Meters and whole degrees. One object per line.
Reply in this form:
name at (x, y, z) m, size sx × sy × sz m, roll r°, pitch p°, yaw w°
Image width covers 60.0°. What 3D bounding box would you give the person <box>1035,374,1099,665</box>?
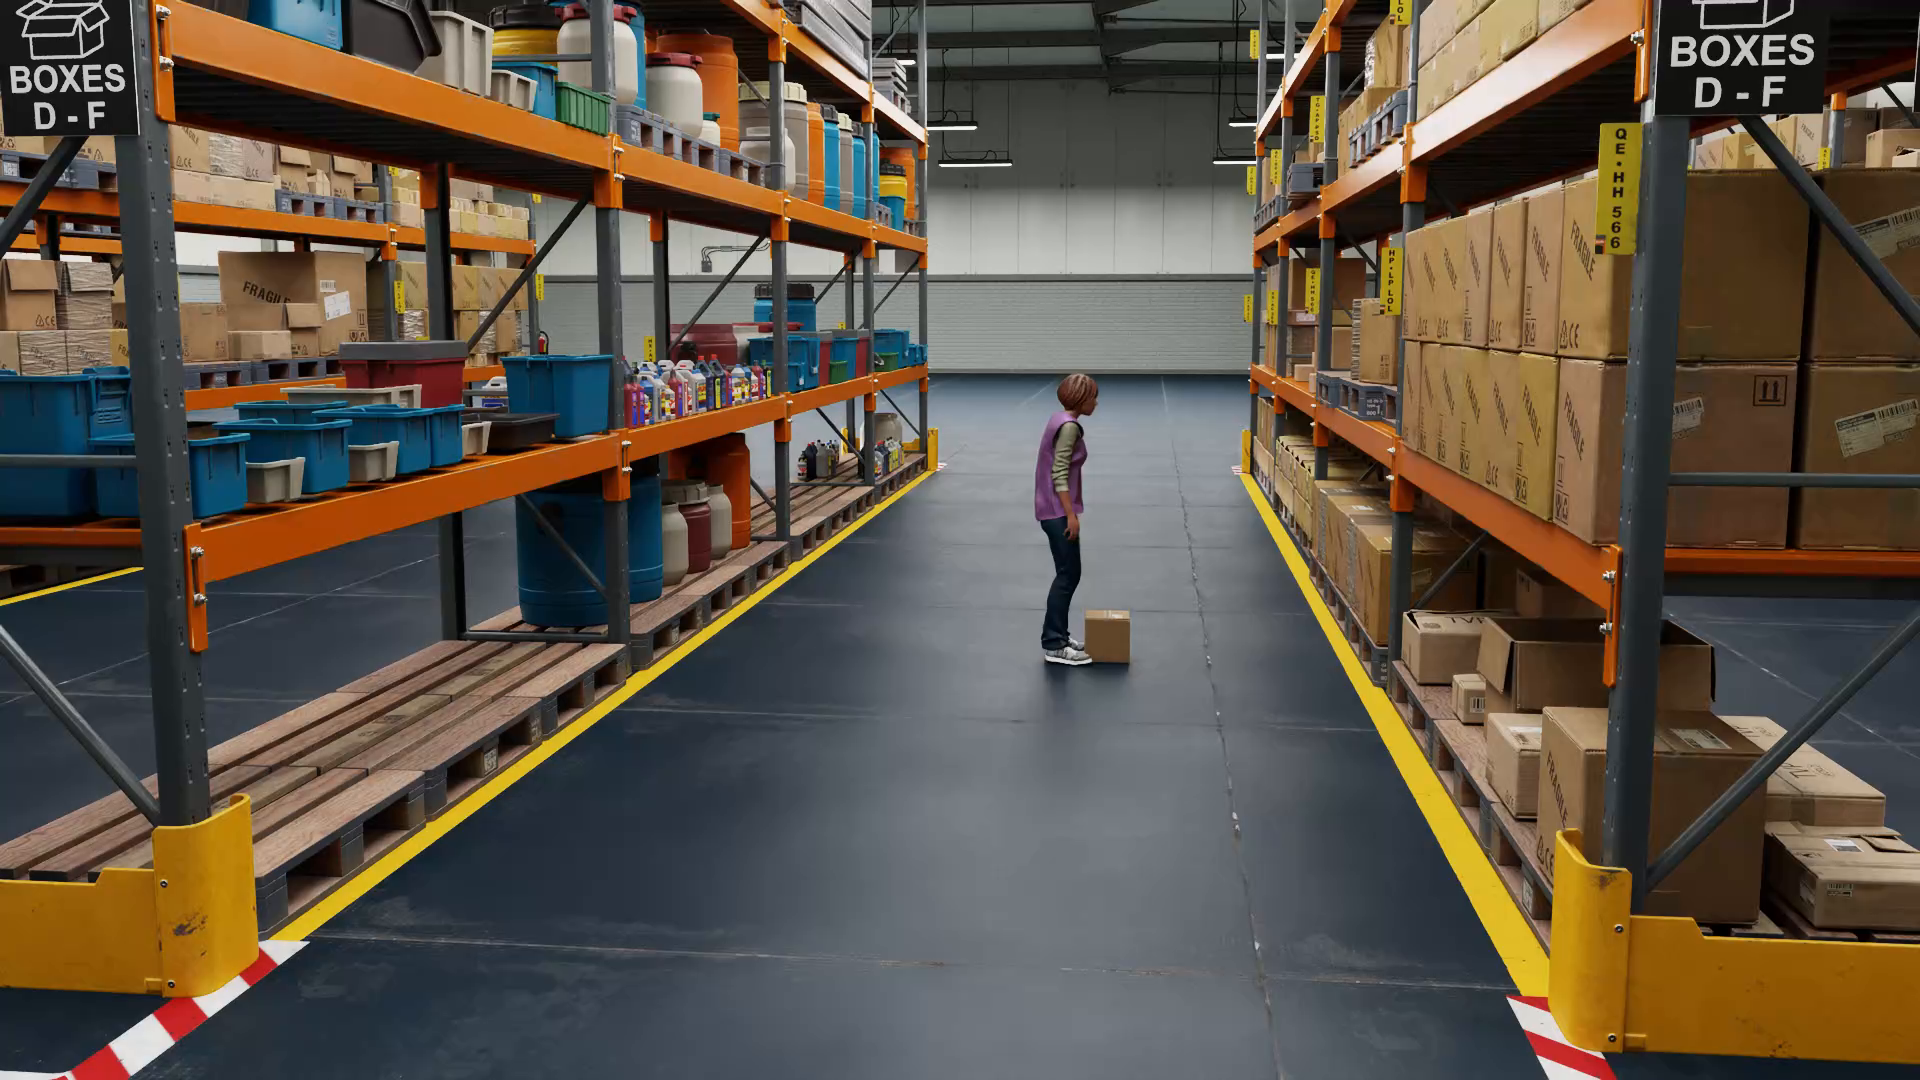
person at (0.590, -0.127, 9.267) m, size 0.348 × 1.593 × 0.476 m, roll 1°, pitch 8°, yaw 5°
